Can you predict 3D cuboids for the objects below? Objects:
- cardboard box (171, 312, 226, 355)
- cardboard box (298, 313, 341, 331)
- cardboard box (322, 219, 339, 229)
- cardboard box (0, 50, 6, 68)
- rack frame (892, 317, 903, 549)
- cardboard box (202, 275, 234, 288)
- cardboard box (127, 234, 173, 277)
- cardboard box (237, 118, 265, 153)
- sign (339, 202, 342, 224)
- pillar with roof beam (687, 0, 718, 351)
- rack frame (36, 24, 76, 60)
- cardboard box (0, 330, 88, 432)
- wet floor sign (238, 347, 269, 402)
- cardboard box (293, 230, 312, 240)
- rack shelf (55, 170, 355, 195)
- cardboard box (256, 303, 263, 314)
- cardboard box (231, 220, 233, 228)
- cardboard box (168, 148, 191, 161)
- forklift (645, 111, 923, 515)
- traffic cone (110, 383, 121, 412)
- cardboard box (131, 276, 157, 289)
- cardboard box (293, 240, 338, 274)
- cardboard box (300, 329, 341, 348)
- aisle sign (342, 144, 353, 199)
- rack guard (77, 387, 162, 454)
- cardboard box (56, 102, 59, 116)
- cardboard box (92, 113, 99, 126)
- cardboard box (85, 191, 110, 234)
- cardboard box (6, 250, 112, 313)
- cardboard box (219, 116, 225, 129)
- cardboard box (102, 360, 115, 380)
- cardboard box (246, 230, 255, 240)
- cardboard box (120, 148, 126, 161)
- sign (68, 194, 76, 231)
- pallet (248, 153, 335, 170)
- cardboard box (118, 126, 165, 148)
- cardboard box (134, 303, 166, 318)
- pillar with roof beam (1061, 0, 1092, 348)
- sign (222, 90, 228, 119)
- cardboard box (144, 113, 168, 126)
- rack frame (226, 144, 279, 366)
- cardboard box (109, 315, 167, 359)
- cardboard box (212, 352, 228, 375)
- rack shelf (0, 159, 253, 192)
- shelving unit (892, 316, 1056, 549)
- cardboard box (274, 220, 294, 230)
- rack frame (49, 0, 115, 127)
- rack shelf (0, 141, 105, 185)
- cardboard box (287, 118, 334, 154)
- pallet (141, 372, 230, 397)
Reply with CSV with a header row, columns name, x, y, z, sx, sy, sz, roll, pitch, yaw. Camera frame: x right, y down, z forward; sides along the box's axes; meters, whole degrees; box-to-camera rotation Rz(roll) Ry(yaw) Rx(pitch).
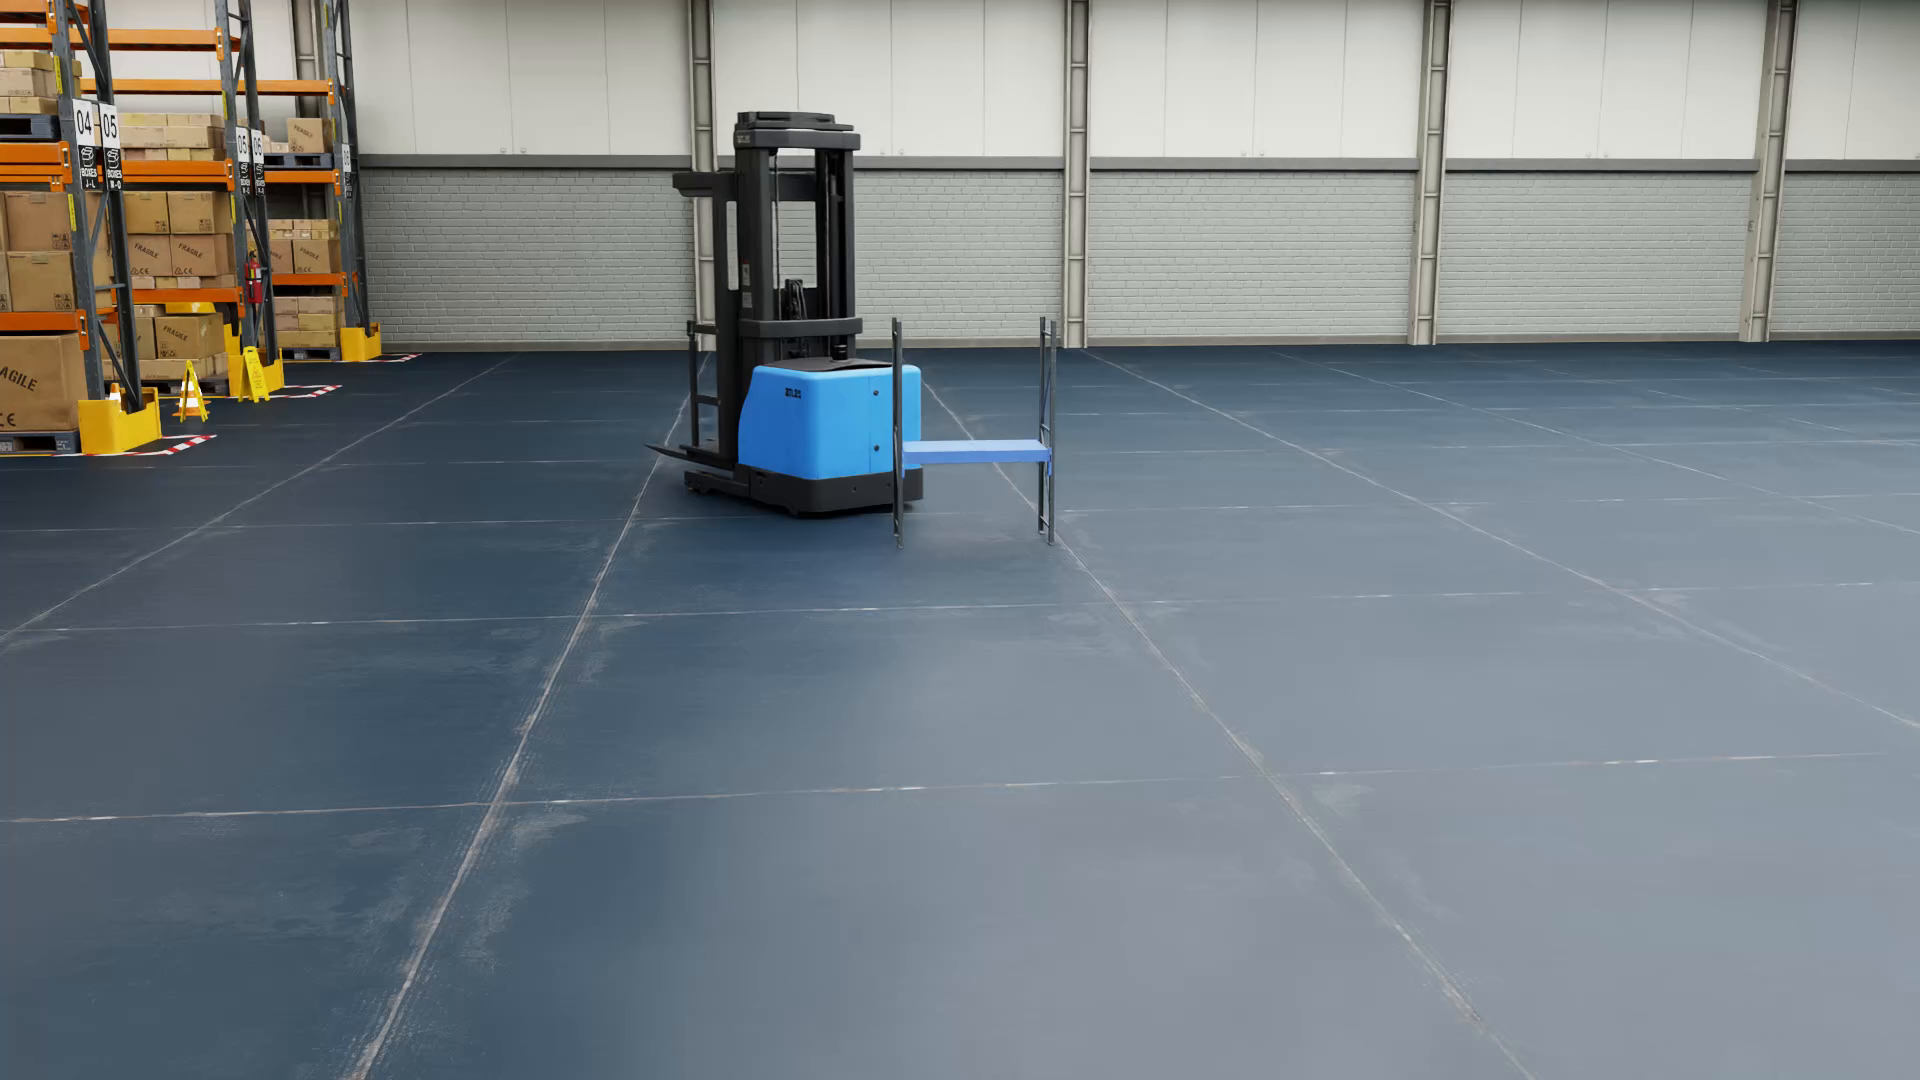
name,x,y,z,sx,sy,sz,roll,pitch,yaw
cardboard box,-9.558,-2.587,20.845,0.500,0.500,0.500,-2,11,-8
cardboard box,-9.692,-3.310,25.173,0.500,0.250,0.500,-1,11,-7
cardboard box,-9.599,-4.825,25.425,0.250,0.149,0.380,-1,11,-7
cardboard box,-8.614,-4.297,14.909,0.250,0.149,0.380,-1,11,-6
rack frame,-0.421,-0.727,11.179,0.032,1.500,0.500,-1,11,-6
cardboard box,-9.051,-3.154,20.287,0.250,0.149,0.380,-1,11,-4
cardboard box,-9.711,-3.448,20.098,0.500,0.500,0.500,-1,11,-6
cardboard box,-10.685,-5.996,24.708,0.500,0.500,0.700,-1,11,-6
sign,-9.198,-4.858,24.687,0.005,0.325,0.100,-1,11,-6
pillar with roof beam,-3.602,-6.679,22.016,0.400,9.000,9.100,-1,11,-6
rack frame,-13.219,-7.138,24.350,0.127,3.000,1.000,-1,11,-6
cardboard box,-8.735,-1.516,15.721,0.875,0.875,0.875,-1,11,-6
wet floor sign,-8.398,-1.970,19.715,0.232,0.644,0.267,3,11,14
cardboard box,-9.808,-4.573,24.914,0.250,0.149,0.380,-1,11,-5
rack shelf,-11.231,-5.355,24.921,4.000,0.370,1.077,-1,11,-6
cardboard box,-10.674,-3.532,25.005,0.500,0.250,0.500,-1,11,-5
cardboard box,-10.834,-4.698,24.775,0.250,0.149,0.380,-1,11,-5
cardboard box,-9.271,-4.602,19.877,0.250,0.149,0.380,-1,11,-6
forklift,-1.563,-1.852,13.192,1.130,2.935,3.031,-8,14,-36
traffic cone,-8.749,-1.396,17.267,0.334,0.463,0.336,-1,11,-6
cardboard box,-9.801,-3.115,20.089,0.250,0.149,0.380,-1,11,-5
cardboard box,-9.703,-4.266,25.035,0.500,0.500,0.500,-1,11,-7
cardboard box,-9.675,-3.065,25.220,0.500,0.250,0.500,-1,11,-6
aisle sign,-9.145,-5.499,24.822,0.004,0.787,0.394,-1,11,-6
rack guard,-8.044,-1.153,15.937,0.348,0.500,1.175,-1,11,-6
cardboard box,-8.443,-4.037,15.654,0.250,0.149,0.380,-1,11,-6
cardboard box,-10.284,-4.996,19.813,0.250,0.149,0.380,-2,11,-8
cardboard box,-10.187,-3.920,19.909,0.500,0.500,0.700,-1,11,-7
cardboard box,-8.432,-2.436,15.595,0.550,0.550,0.875,-1,11,-6
cardboard box,-9.078,-5.098,20.330,0.250,0.149,0.380,-1,11,-6
cardboard box,-10.513,-2.093,20.280,0.500,0.250,0.500,-2,11,-8
cardboard box,-10.580,-4.562,24.857,0.250,0.149,0.380,-2,11,-8
cardboard box,-10.040,-4.596,19.848,0.250,0.149,0.380,-1,11,-7
sign,-8.023,-2.959,15.028,0.005,0.325,0.100,-1,11,-6
pallet,-9.948,-5.697,25.022,1.213,0.211,1.003,-1,11,-6
cardboard box,-9.684,-4.800,19.852,0.500,0.250,0.500,-1,11,-7
cardboard box,-9.829,-2.782,20.157,0.250,0.149,0.380,-1,11,-4
pillar with roof beam,2.363,-6.804,22.652,0.400,9.000,9.100,-1,11,-6
sign,-8.663,-5.126,19.593,0.005,0.325,0.100,-1,11,-6
cardboard box,-9.519,-4.996,19.810,0.250,0.149,0.380,-1,11,-7
rack frame,-8.703,-3.326,20.511,0.127,3.000,1.000,-1,11,-6
cardboard box,-9.989,-2.473,20.266,0.500,0.500,0.500,-1,11,-4
cardboard box,-9.534,-2.219,20.920,0.500,0.250,0.500,-1,11,-7
rack shelf,-10.691,-4.403,20.079,4.000,0.370,1.077,-1,11,-6
shelving unit,0.085,-0.738,11.232,1.048,1.500,0.538,-1,11,-6
cardboard box,-10.075,-4.722,24.898,0.250,0.149,0.380,-1,11,-5
rack frame,-8.068,-5.323,15.115,0.127,3.000,1.000,-1,11,-6
rack shelf,-10.056,-3.456,15.261,4.000,0.370,1.077,-1,11,-6
cardboard box,-9.656,-5.998,24.719,0.500,0.500,0.500,-1,11,-4
pallet,-9.590,-1.946,20.721,1.213,0.211,1.003,-1,11,-6
